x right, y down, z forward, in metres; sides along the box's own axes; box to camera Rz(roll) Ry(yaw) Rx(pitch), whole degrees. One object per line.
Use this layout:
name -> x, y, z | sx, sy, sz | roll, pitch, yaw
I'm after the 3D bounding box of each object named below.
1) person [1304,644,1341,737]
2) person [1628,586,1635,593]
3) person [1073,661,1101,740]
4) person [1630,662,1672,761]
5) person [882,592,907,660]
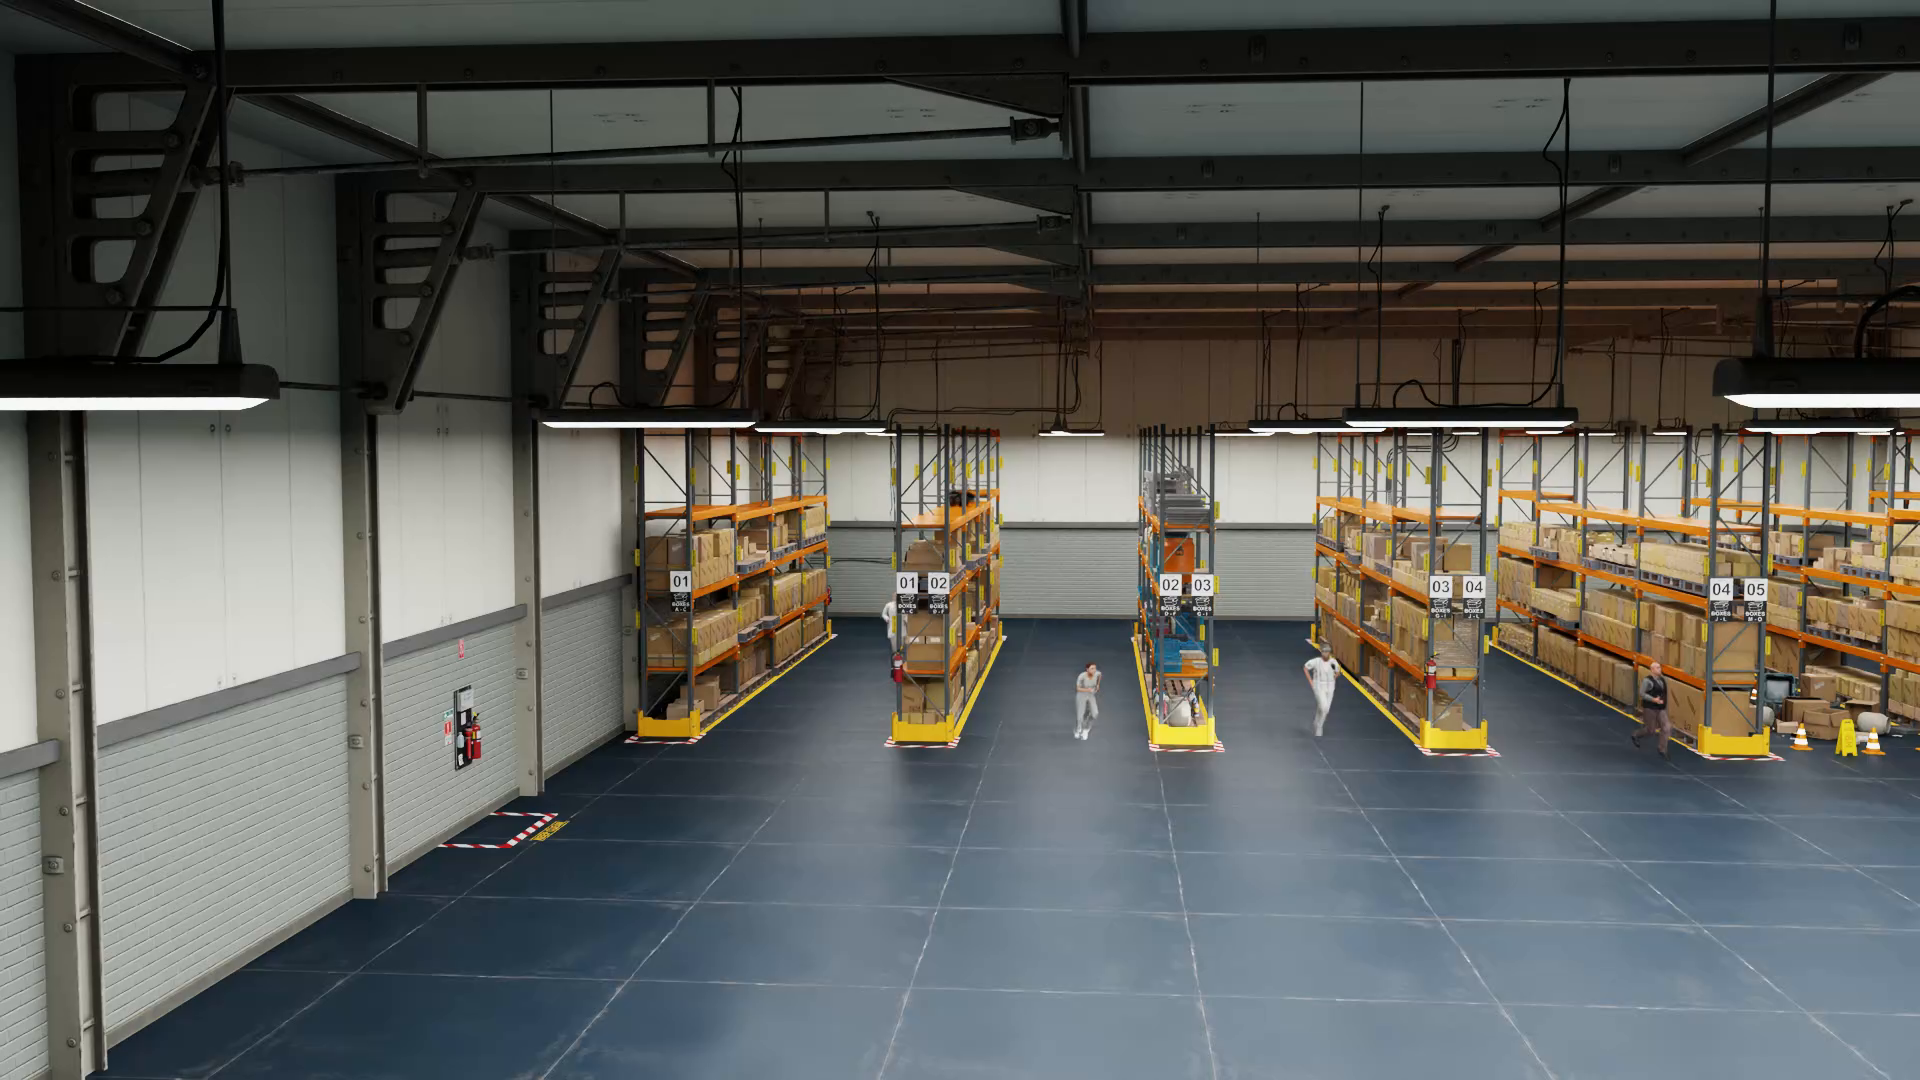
person -> 7.025, 2.900, 32.111 | 0.643, 1.810, 0.783 | -1, 4, -14
person -> 19.089, 2.170, 47.263 | 0.651, 1.419, 0.529 | 1, 4, 8
person -> 2.419, 3.032, 31.435 | 0.584, 1.516, 0.911 | -1, 4, -19
person -> 12.482, 3.063, 29.973 | 0.684, 1.737, 0.901 | -2, 4, -25
person -> -1.530, 2.179, 40.155 | 0.705, 1.670, 0.618 | 0, 3, -2
